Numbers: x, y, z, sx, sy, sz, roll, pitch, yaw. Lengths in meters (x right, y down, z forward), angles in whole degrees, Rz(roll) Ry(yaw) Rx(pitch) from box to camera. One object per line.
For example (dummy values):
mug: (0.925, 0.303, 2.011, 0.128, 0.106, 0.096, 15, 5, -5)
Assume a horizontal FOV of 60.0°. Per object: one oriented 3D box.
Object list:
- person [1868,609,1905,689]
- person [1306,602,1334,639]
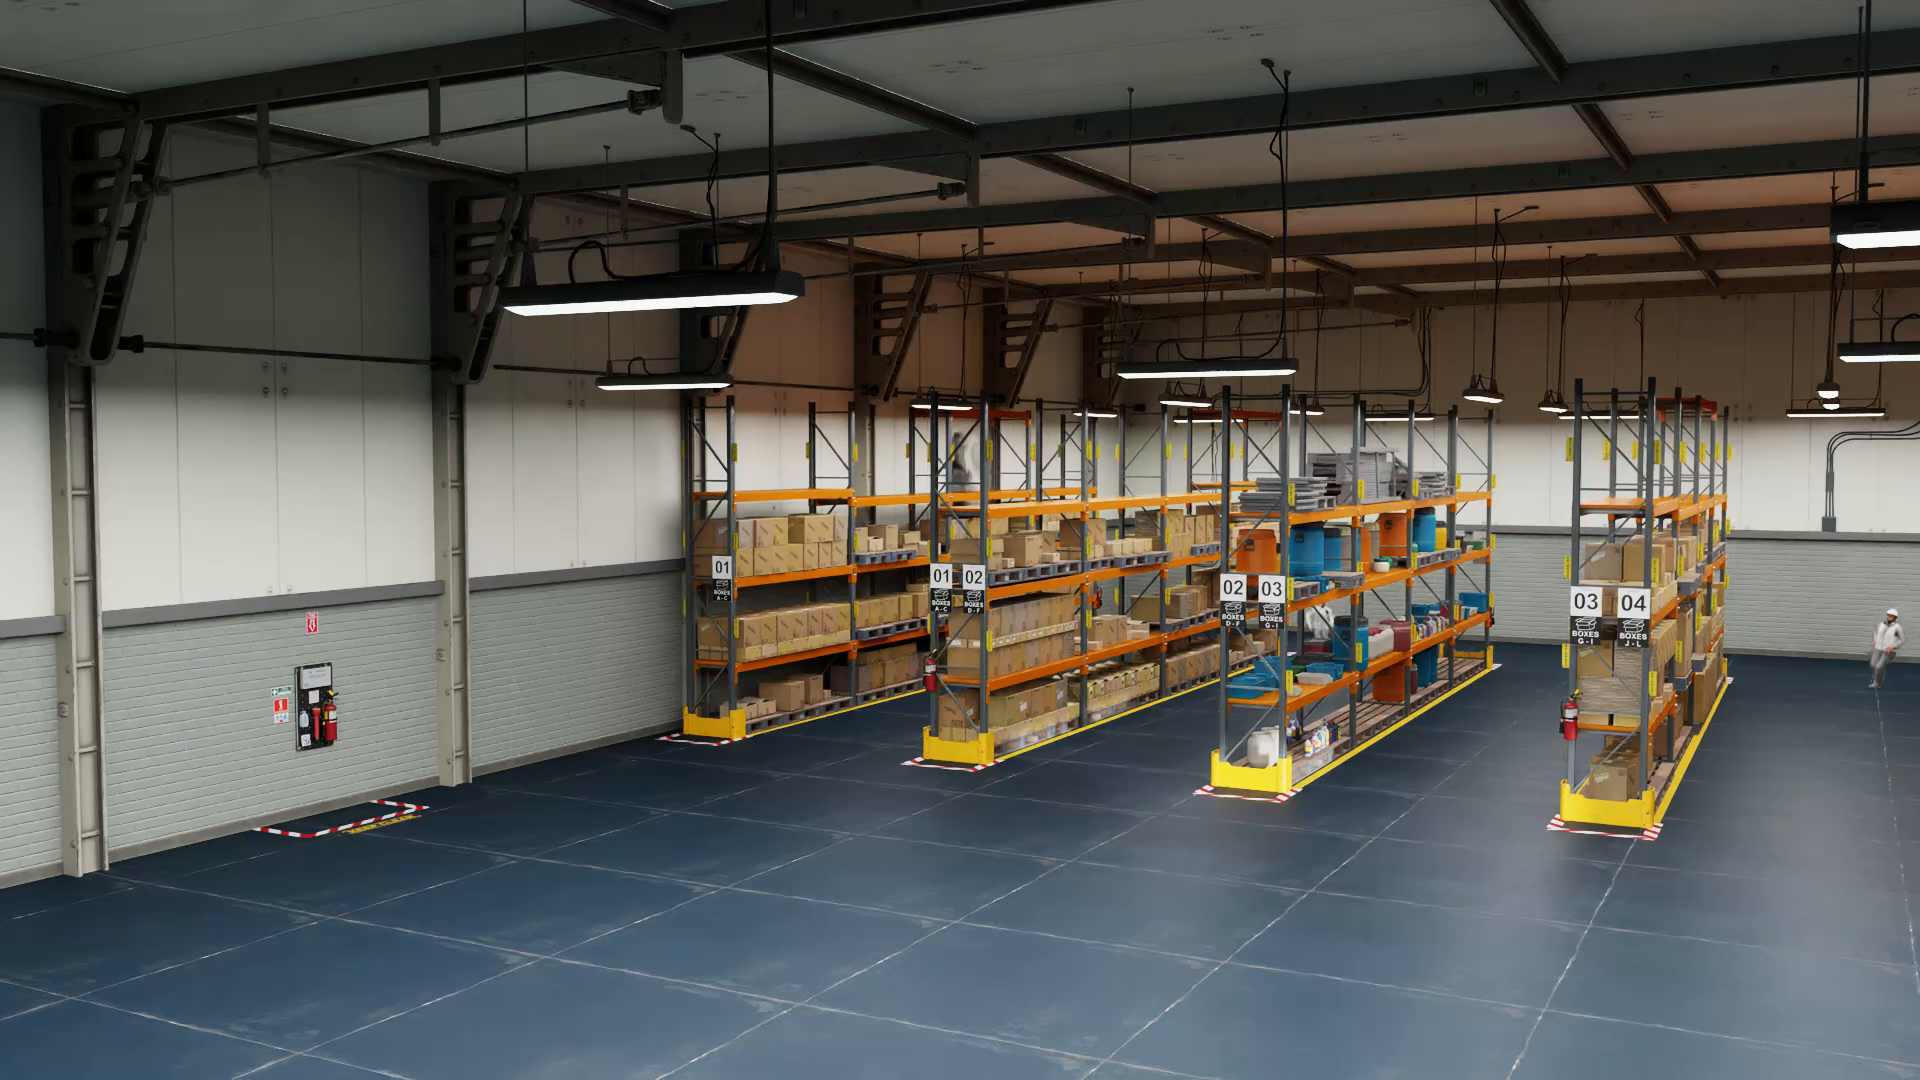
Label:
person: (19.568, 2.306, 35.122, 0.532, 1.699, 0.683, -2, 4, -33)
person: (8.449, 2.109, 38.973, 0.648, 1.662, 0.694, 0, 3, 8)
